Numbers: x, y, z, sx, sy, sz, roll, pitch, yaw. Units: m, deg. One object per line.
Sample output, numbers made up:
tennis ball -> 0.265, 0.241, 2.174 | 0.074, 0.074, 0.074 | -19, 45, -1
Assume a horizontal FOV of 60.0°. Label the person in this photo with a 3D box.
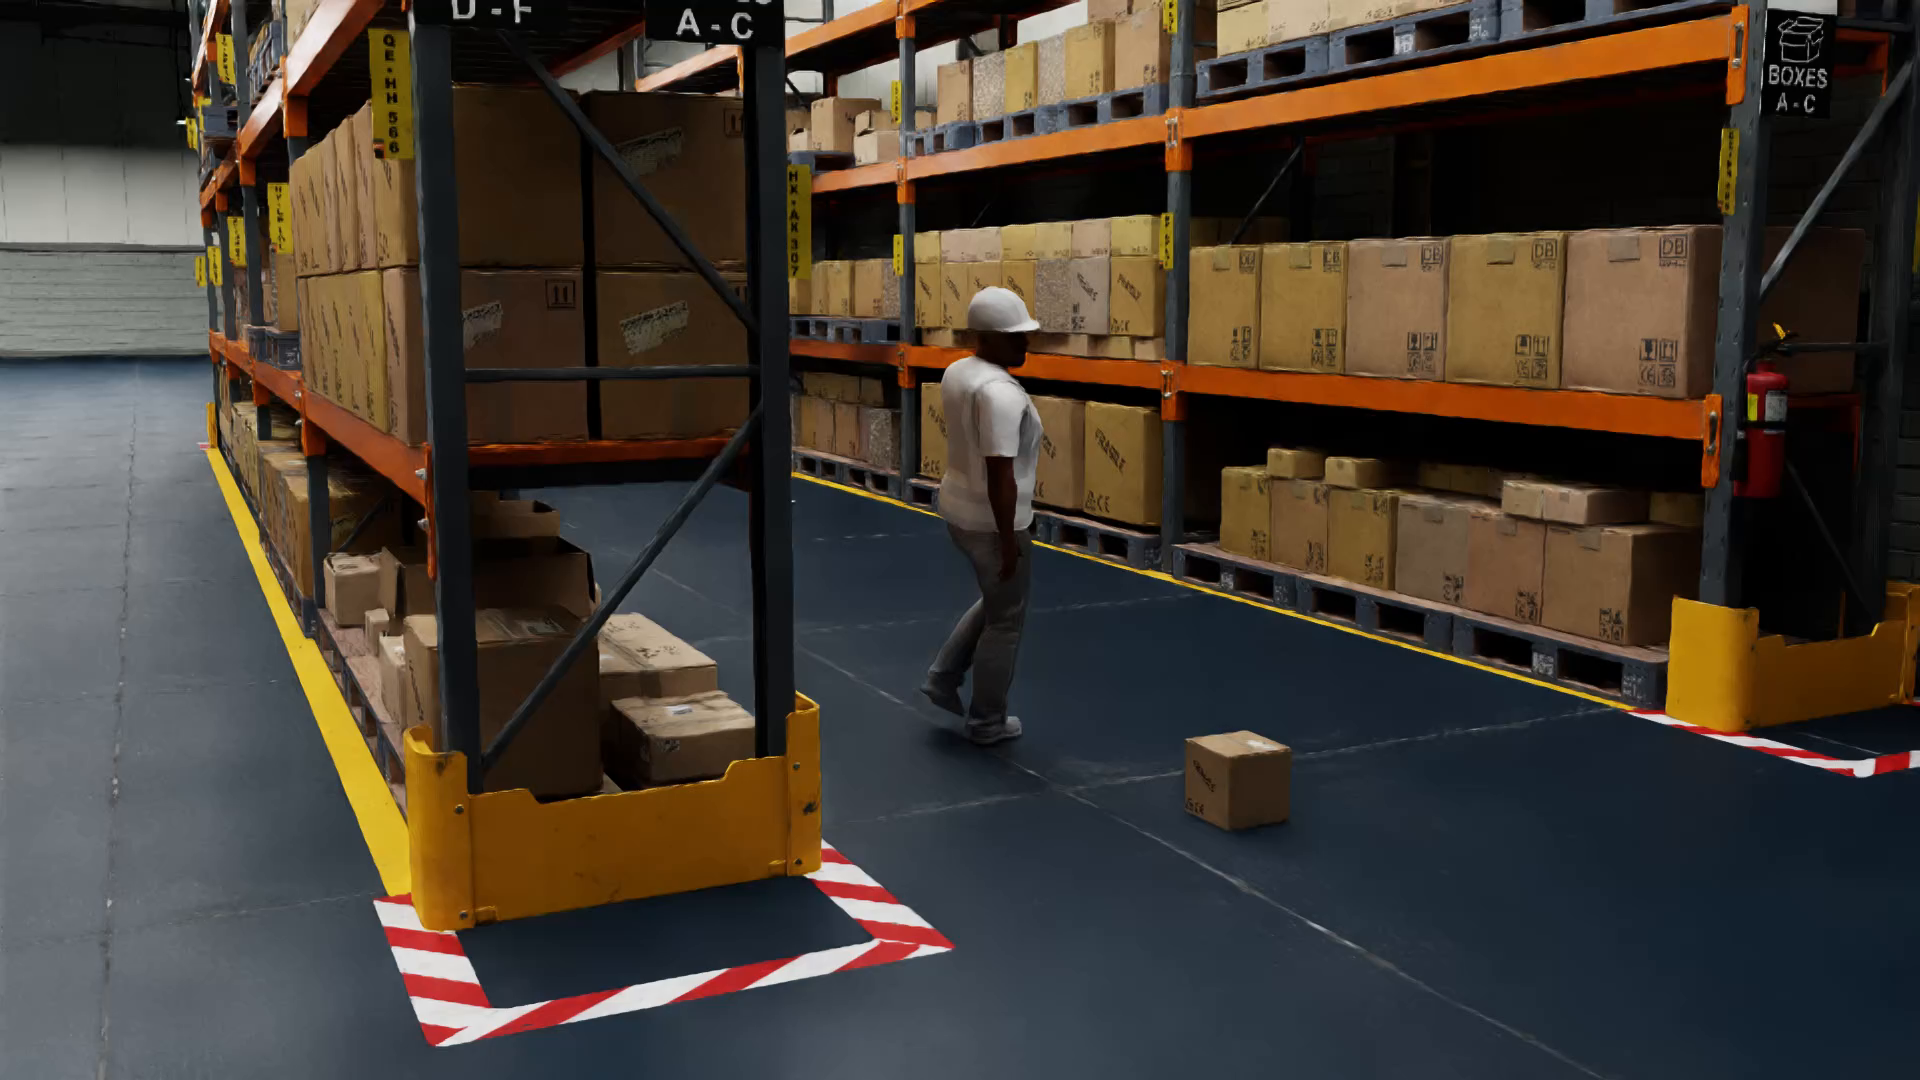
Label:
person -> 0.130, -0.074, 6.306 | 0.434, 1.753, 0.700 | -4, 9, -24
